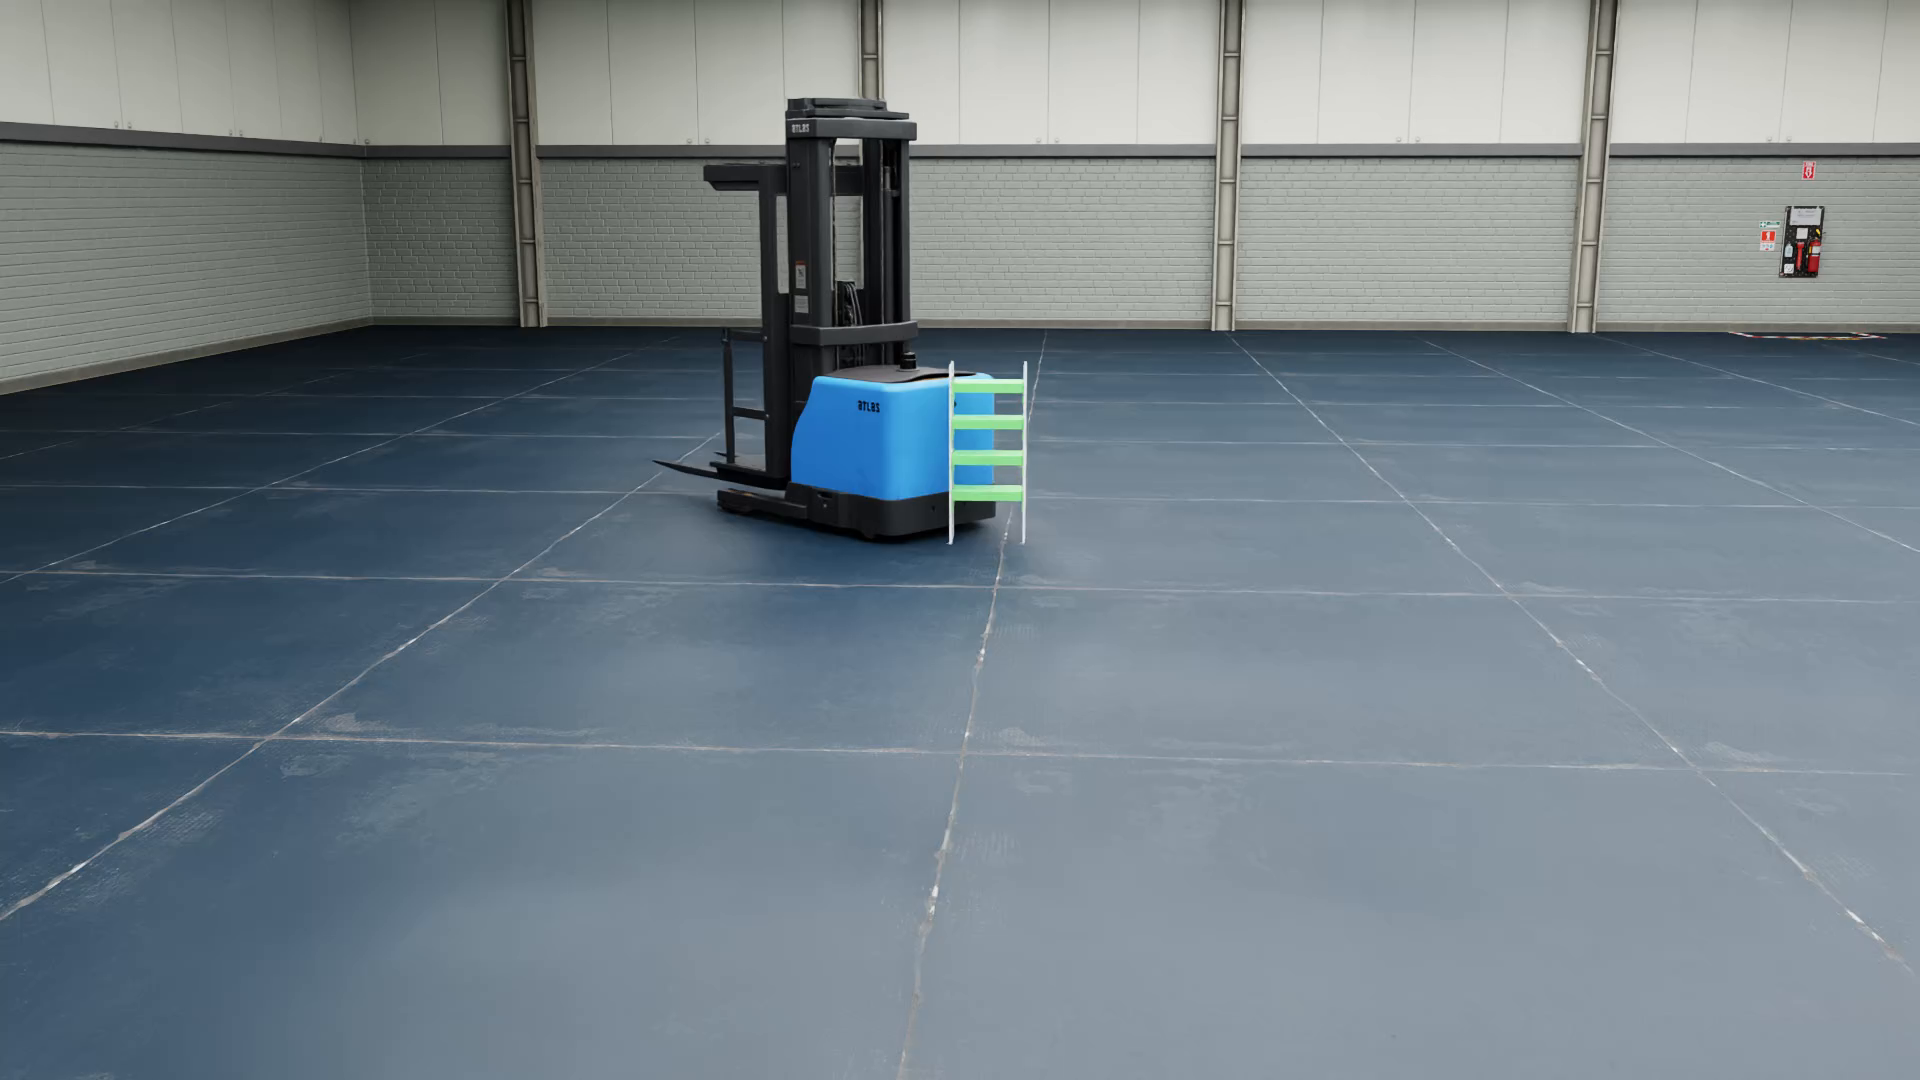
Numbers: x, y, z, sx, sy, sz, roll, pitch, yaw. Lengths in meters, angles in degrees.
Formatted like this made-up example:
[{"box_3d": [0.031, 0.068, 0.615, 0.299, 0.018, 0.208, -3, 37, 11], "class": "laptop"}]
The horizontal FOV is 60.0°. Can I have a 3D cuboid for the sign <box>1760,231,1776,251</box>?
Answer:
[{"box_3d": [13.454, -4.986, 27.693, 0.234, 0.329, 0.001, 1, 12, 4], "class": "sign"}]

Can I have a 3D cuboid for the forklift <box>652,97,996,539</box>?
[{"box_3d": [-1.143, -1.677, 12.129, 1.130, 2.935, 3.031, -11, 16, -44], "class": "forklift"}]

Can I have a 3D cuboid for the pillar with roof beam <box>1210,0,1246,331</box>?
[{"box_3d": [4.201, -7.120, 23.327, 0.400, 9.000, 9.100, 1, 12, 4], "class": "pillar with roof beam"}]

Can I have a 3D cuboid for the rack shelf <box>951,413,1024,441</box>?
[{"box_3d": [0.187, -0.754, 11.081, 0.480, 0.148, 0.258, 1, 12, 3], "class": "rack shelf"}]

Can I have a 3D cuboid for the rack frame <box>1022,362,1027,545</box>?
[{"box_3d": [0.431, -0.579, 11.104, 0.015, 1.200, 0.240, 1, 12, 3], "class": "rack frame"}]

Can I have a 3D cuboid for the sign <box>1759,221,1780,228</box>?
[{"box_3d": [13.458, -5.244, 27.630, 0.331, 0.109, 0.001, 1, 12, 4], "class": "sign"}]

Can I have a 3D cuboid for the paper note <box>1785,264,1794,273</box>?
[{"box_3d": [13.827, -4.526, 27.729, 0.142, 0.148, 0.016, 1, 12, 4], "class": "paper note"}]

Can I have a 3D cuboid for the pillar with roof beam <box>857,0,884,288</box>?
[{"box_3d": [-1.785, -7.202, 23.720, 0.400, 9.000, 9.100, 1, 12, 4], "class": "pillar with roof beam"}]

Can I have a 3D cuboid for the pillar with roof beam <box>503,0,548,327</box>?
[{"box_3d": [-7.772, -7.284, 24.112, 0.400, 9.000, 9.100, 1, 12, 4], "class": "pillar with roof beam"}]

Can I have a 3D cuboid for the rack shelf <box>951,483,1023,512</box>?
[{"box_3d": [0.187, -0.284, 11.179, 0.480, 0.148, 0.258, 1, 12, 3], "class": "rack shelf"}]

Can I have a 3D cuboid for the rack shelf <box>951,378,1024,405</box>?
[{"box_3d": [0.187, -0.989, 11.032, 0.480, 0.148, 0.258, 1, 12, 3], "class": "rack shelf"}]

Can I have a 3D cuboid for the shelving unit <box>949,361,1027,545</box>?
[{"box_3d": [0.187, -0.581, 11.117, 0.503, 1.200, 0.258, 1, 12, 3], "class": "shelving unit"}]

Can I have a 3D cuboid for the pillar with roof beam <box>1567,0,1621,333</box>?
[{"box_3d": [10.188, -7.038, 22.935, 0.400, 9.000, 9.100, 1, 12, 4], "class": "pillar with roof beam"}]

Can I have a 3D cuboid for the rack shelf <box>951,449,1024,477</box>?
[{"box_3d": [0.187, -0.519, 11.130, 0.480, 0.148, 0.258, 1, 12, 3], "class": "rack shelf"}]

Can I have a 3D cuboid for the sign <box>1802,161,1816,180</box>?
[{"box_3d": [13.998, -6.095, 27.420, 0.199, 0.298, 0.001, 1, 12, 4], "class": "sign"}]

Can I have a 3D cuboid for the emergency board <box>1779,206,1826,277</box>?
[{"box_3d": [13.999, -4.940, 27.560, 0.643, 1.169, 0.194, 1, 12, 4], "class": "emergency board"}]

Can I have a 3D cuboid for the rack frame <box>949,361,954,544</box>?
[{"box_3d": [-0.057, -0.584, 11.129, 0.015, 1.200, 0.240, 1, 12, 3], "class": "rack frame"}]
